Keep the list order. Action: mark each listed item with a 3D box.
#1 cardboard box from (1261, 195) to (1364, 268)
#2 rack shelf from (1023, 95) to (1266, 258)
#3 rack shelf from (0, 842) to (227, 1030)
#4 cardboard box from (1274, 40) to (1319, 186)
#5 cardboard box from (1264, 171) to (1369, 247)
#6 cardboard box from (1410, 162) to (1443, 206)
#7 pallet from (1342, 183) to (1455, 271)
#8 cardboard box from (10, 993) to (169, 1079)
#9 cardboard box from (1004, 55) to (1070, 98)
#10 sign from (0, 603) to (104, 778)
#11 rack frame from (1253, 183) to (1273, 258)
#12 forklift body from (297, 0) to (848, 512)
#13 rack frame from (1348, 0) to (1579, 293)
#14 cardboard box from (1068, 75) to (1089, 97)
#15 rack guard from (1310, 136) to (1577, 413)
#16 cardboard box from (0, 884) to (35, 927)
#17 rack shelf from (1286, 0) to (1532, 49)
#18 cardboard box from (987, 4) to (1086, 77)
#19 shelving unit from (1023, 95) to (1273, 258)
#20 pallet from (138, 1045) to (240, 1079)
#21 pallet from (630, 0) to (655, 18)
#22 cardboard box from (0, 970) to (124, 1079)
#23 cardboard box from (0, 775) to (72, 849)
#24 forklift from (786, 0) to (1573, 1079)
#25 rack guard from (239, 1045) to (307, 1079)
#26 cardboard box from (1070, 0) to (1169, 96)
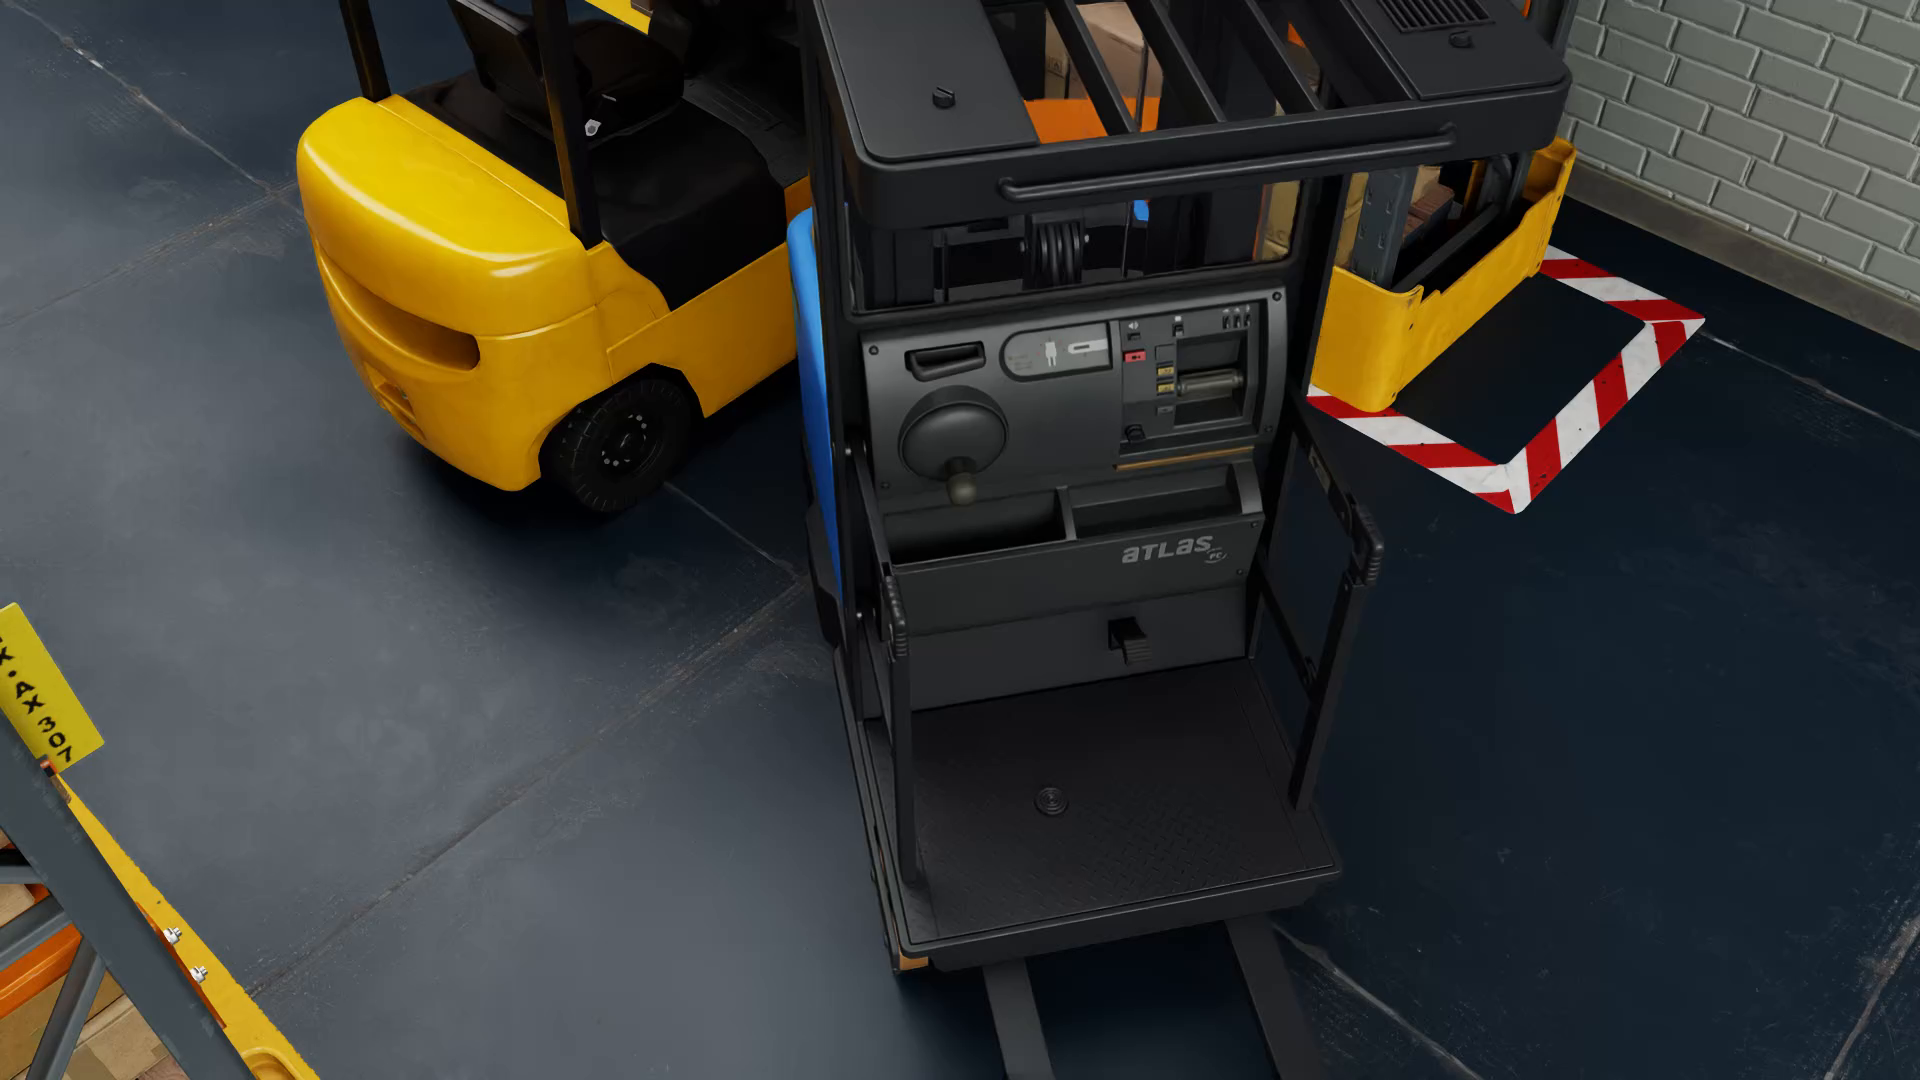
[{"bbox_3d":[1.100,-1.116,5.838,0.500,0.250,0.500,34,56,28],"label":"cardboard box"},{"bbox_3d":[0.386,-1.125,5.133,1.000,0.278,0.538,-2,47,-2],"label":"rack shelf"},{"bbox_3d":[-3.174,0.068,3.622,4.000,0.370,1.077,34,55,28],"label":"rack shelf"},{"bbox_3d":[1.109,-1.455,5.471,0.500,0.250,0.500,36,56,29],"label":"cardboard box"},{"bbox_3d":[1.090,-1.297,5.665,0.500,0.250,0.500,33,55,27],"label":"cardboard box"},{"bbox_3d":[1.431,-1.400,6.105,0.500,0.250,0.500,34,56,28],"label":"cardboard box"},{"bbox_3d":[1.069,-1.251,6.280,1.213,0.211,1.003,34,55,28],"label":"pallet"},{"bbox_3d":[-2.110,1.061,3.794,0.500,0.250,0.500,33,55,27],"label":"cardboard box"},{"bbox_3d":[0.335,-1.795,6.133,0.500,0.250,0.500,33,55,27],"label":"cardboard box"},{"bbox_3d":[-1.337,0.224,2.388,0.005,0.325,0.100,34,55,28],"label":"sign"},{"bbox_3d":[0.894,-0.943,5.364,0.032,1.125,0.500,-2,47,-2],"label":"rack frame"},{"bbox_3d":[-0.971,-1.520,5.202,1.214,2.155,2.313,34,55,28],"label":"forklift body"},{"bbox_3d":[1.659,-1.850,4.930,0.127,3.000,1.000,34,55,28],"label":"rack frame"},{"bbox_3d":[0.728,-1.551,5.904,0.500,0.250,0.500,33,55,27],"label":"cardboard box"},{"bbox_3d":[1.677,-0.983,5.830,0.348,0.500,1.175,34,55,28],"label":"rack guard"},{"bbox_3d":[-1.814,0.618,2.784,0.250,0.149,0.380,34,55,28],"label":"cardboard box"},{"bbox_3d":[0.190,-2.593,6.120,4.000,0.370,1.077,34,55,28],"label":"rack shelf"},{"bbox_3d":[0.353,-1.949,5.935,0.500,0.250,0.500,35,56,28],"label":"cardboard box"},{"bbox_3d":[0.386,-0.925,5.347,1.048,1.125,0.538,-2,47,-2],"label":"shelving unit"},{"bbox_3d":[-2.333,1.307,3.878,1.213,0.211,1.003,34,55,28],"label":"pallet"},{"bbox_3d":[-0.724,-2.458,7.413,1.213,0.211,1.003,34,55,28],"label":"pallet"},{"bbox_3d":[-2.127,0.793,3.531,0.500,0.500,0.500,32,55,27],"label":"cardboard box"},{"bbox_3d":[-1.864,0.292,2.646,0.500,0.500,0.500,33,55,27],"label":"cardboard box"},{"bbox_3d":[0.302,-0.220,3.446,1.130,2.935,3.031,-9,47,-8],"label":"forklift"},{"bbox_3d":[-1.760,1.629,3.378,0.348,0.500,1.175,34,55,28],"label":"rack guard"},{"bbox_3d":[0.730,-1.705,5.705,0.500,0.250,0.500,35,56,28],"label":"cardboard box"}]
